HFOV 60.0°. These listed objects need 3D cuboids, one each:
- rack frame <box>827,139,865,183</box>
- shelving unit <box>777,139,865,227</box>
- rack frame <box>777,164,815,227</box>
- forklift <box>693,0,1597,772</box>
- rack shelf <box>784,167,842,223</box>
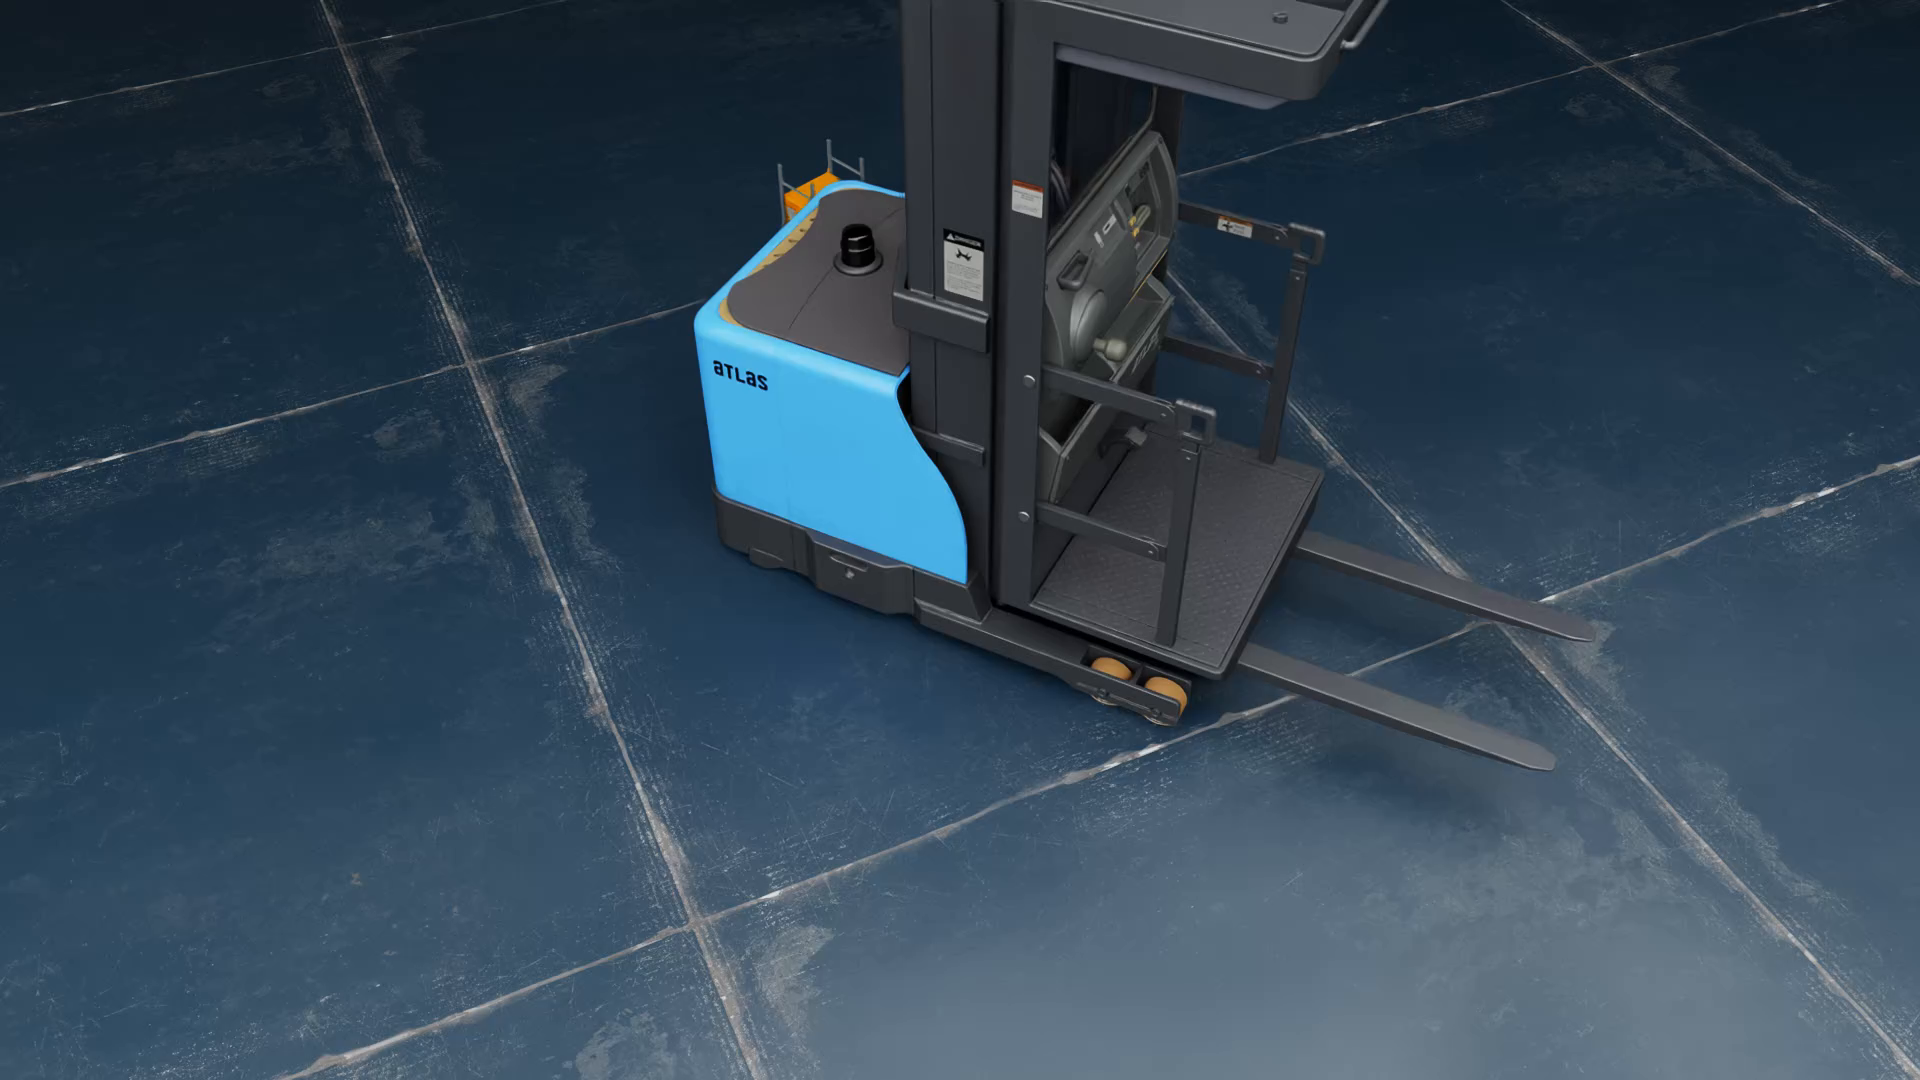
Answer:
[{"bbox_3d":[-0.432,-1.094,6.611,0.200,1.050,0.008,35,54,30],"label":"rack frame"},{"bbox_3d":[-0.518,-1.033,6.550,0.215,1.050,0.252,35,54,30],"label":"shelving unit"},{"bbox_3d":[-0.604,-0.973,6.488,0.200,1.050,0.008,35,54,30],"label":"rack frame"},{"bbox_3d":[0.653,-0.848,5.023,3.031,2.935,1.130,19,48,19],"label":"forklift"},{"bbox_3d":[-0.518,-1.228,6.358,0.215,0.259,0.240,35,54,30],"label":"rack shelf"}]
